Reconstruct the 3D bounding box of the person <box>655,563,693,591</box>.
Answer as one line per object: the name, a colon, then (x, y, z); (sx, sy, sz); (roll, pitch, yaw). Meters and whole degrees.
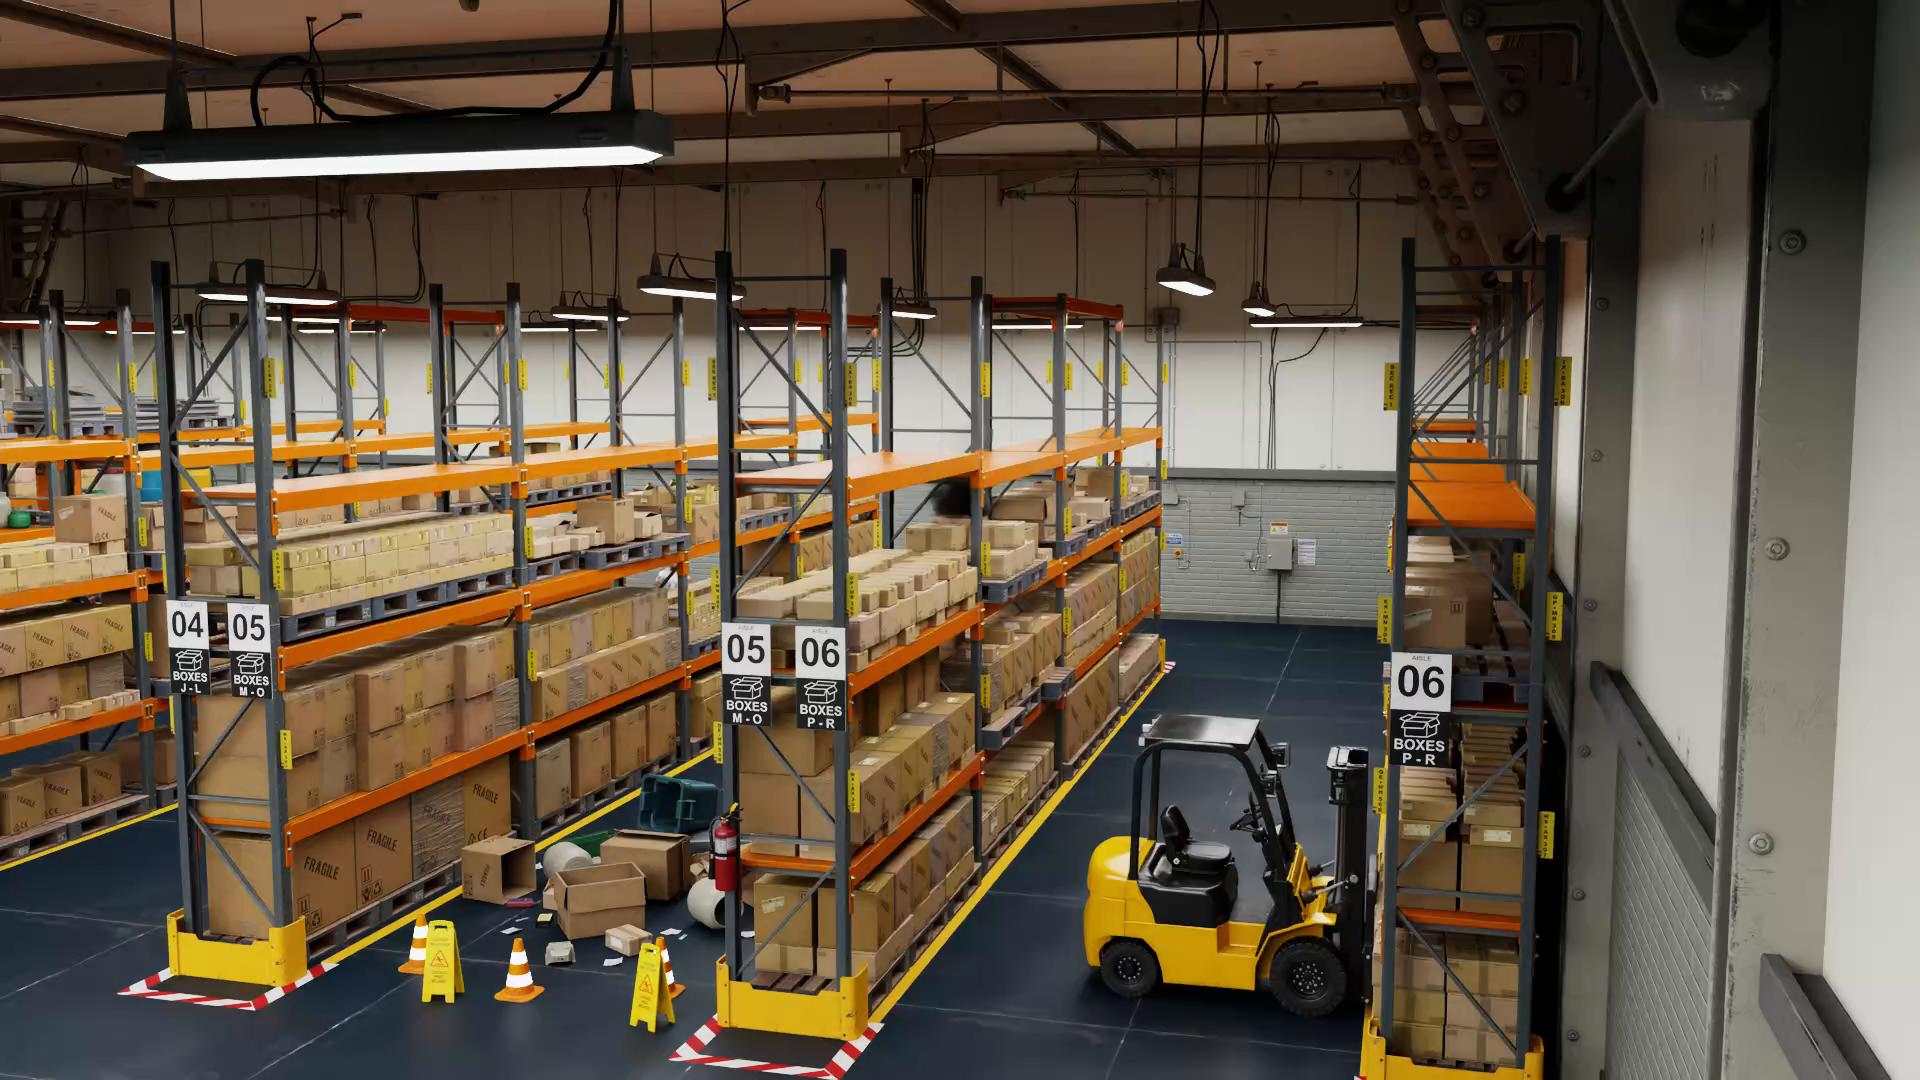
person: (-5.253, 1.115, 30.764); (0.695, 1.694, 0.708); (-3, 7, -29)
